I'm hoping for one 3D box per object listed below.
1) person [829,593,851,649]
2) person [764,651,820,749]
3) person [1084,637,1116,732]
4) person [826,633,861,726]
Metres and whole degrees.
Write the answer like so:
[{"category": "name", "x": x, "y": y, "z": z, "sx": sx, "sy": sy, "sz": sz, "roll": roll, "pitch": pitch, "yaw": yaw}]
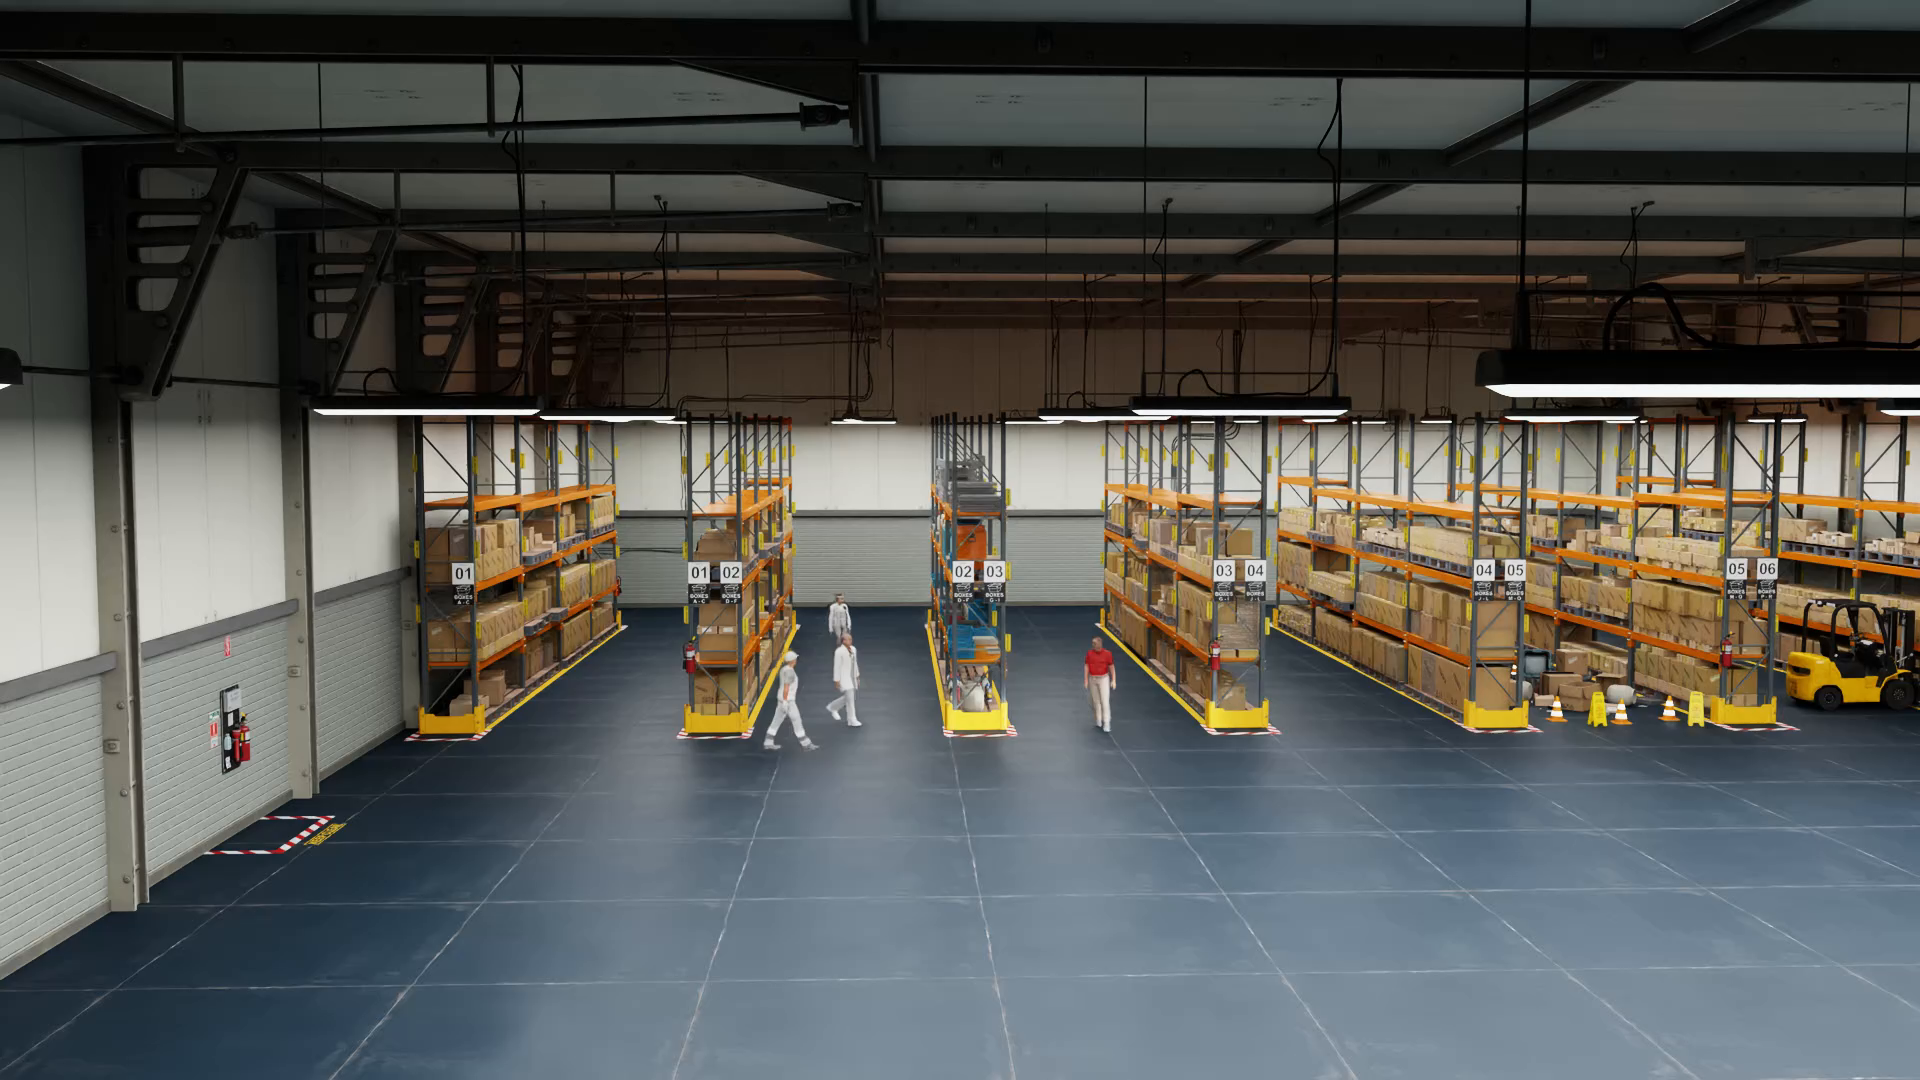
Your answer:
[{"category": "person", "x": -2.828, "y": 2.015, "z": 39.765, "sx": 0.504, "sy": 1.480, "sz": 0.660, "roll": -2, "pitch": 4, "yaw": -23}, {"category": "person", "x": -2.986, "y": 2.827, "z": 29.380, "sx": 0.966, "sy": 1.728, "sz": 0.620, "roll": -1, "pitch": 4, "yaw": -13}, {"category": "person", "x": 2.635, "y": 2.715, "z": 31.592, "sx": 0.651, "sy": 1.732, "sz": 0.660, "roll": 2, "pitch": 4, "yaw": 27}, {"category": "person", "x": -2.200, "y": 2.661, "z": 31.985, "sx": 0.965, "sy": 1.749, "sz": 0.644, "roll": 3, "pitch": 5, "yaw": 34}]
